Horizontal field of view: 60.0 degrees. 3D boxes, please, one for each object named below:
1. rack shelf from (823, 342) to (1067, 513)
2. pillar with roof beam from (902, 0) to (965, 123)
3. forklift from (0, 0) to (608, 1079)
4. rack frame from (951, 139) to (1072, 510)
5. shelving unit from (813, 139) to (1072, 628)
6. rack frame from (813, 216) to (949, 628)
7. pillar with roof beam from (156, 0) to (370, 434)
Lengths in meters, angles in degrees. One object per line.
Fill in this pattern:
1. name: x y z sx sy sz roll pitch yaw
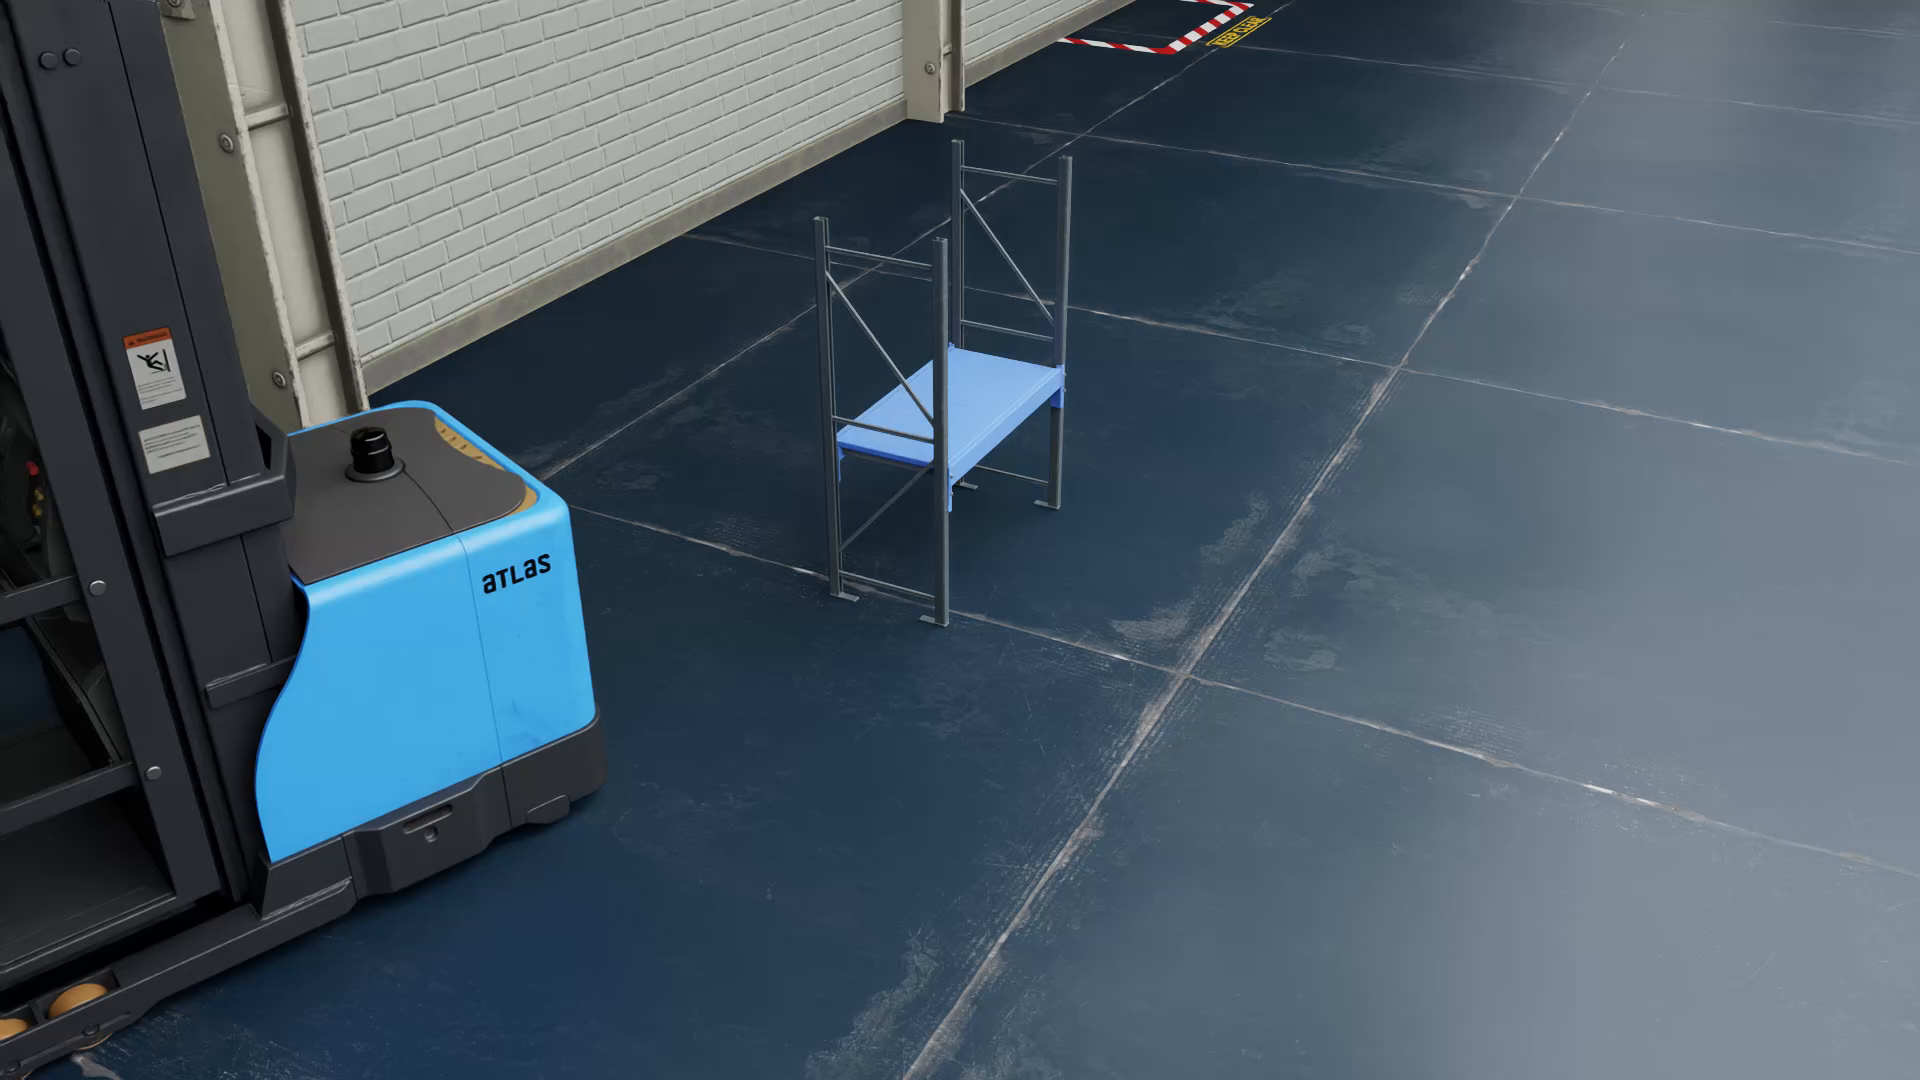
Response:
1. rack shelf: -0.039 -0.457 6.400 0.538 0.185 1.000 14 33 23
2. pillar with roof beam: 3.643 -6.054 8.257 9.100 9.000 0.400 14 33 23
3. forklift: -2.571 -0.159 4.083 3.031 2.935 1.130 -23 37 -34
4. rack frame: 0.193 -0.838 6.703 0.500 1.500 0.032 14 33 23
5. shelving unit: -0.039 -0.613 6.311 0.538 1.500 1.048 14 33 23
6. rack frame: -0.270 -0.387 5.918 0.500 1.500 0.032 14 33 23
7. pillar with roof beam: 0.910 -3.394 3.625 9.100 9.000 0.400 14 33 23
